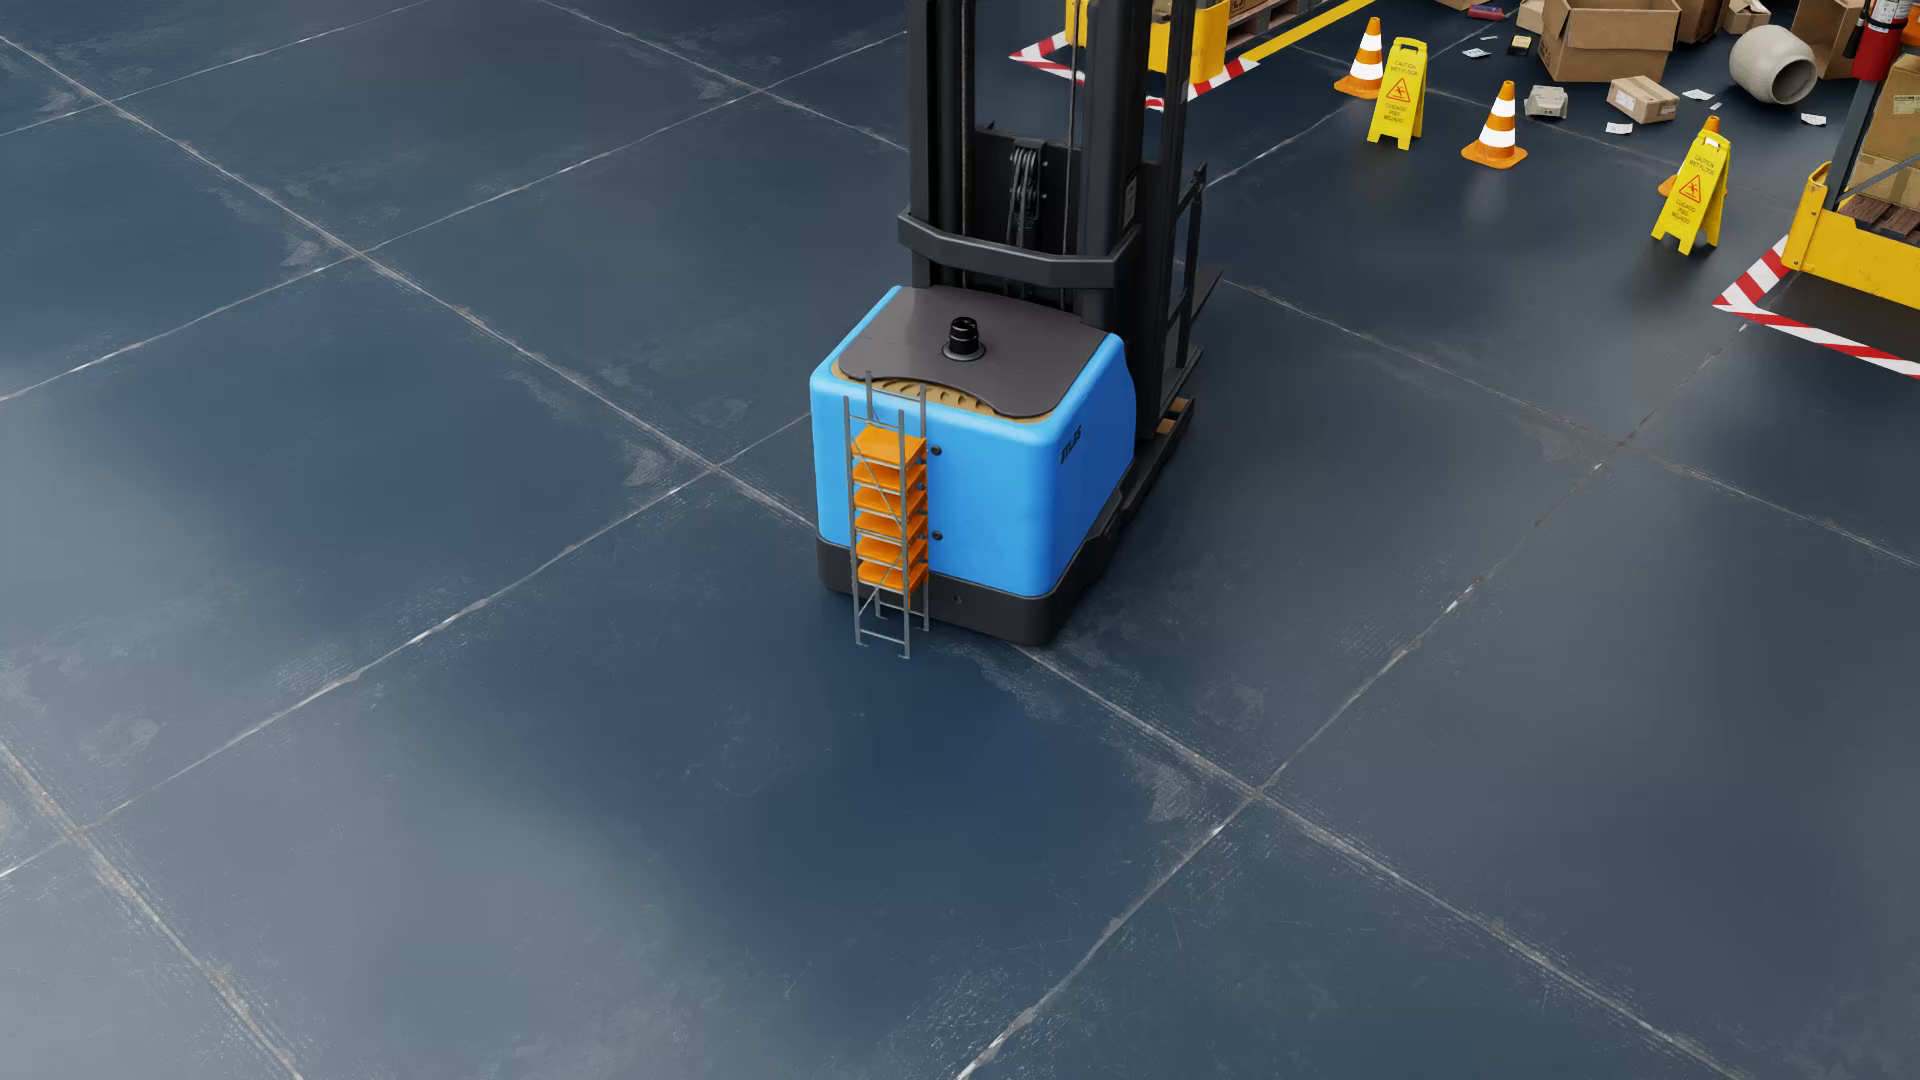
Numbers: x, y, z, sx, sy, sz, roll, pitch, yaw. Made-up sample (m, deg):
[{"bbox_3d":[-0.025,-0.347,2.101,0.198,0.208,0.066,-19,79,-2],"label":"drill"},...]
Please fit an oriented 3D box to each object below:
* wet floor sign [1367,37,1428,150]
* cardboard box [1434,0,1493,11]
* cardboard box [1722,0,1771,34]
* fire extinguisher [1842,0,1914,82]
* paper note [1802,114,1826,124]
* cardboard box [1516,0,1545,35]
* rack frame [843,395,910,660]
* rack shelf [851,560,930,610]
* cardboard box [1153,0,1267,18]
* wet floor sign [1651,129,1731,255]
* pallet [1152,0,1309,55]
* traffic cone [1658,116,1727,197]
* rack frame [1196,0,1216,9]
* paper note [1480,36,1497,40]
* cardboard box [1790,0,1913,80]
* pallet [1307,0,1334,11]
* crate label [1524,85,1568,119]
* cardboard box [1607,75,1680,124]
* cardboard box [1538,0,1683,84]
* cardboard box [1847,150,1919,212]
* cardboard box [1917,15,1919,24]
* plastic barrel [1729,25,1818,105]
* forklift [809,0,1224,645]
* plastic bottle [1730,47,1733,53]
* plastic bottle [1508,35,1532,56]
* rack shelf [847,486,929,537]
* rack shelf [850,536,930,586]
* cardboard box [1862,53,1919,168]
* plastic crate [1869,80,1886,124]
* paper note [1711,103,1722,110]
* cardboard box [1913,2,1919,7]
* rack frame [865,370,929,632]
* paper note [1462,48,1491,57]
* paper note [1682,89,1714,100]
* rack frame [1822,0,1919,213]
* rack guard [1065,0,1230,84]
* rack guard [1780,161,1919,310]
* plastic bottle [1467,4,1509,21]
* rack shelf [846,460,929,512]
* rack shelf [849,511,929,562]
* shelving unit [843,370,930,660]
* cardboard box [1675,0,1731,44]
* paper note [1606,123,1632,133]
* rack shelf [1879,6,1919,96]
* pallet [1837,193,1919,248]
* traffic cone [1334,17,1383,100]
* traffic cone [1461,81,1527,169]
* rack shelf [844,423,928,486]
[{"bbox_3d":[2.717,-2.763,10.206,0.267,0.644,0.232,22,43,25],"label":"wet floor sign"},{"bbox_3d":[3.684,-4.245,12.185,0.500,0.500,0.500,-26,45,-29],"label":"cardboard box"},{"bbox_3d":[5.562,-3.792,11.805,0.258,0.266,0.396,2,39,2],"label":"cardboard box"},{"bbox_3d":[4.580,-2.608,8.182,0.296,0.674,0.183,30,47,32],"label":"fire extinguisher"},{"bbox_3d":[5.448,-2.689,10.607,0.142,0.019,0.148,14,41,17],"label":"paper note"},{"bbox_3d":[4.173,-3.734,11.732,0.258,0.266,0.396,-26,45,-29],"label":"cardboard box"},{"bbox_3d":[-0.310,-0.020,6.311,0.240,1.200,0.006,15,41,18],"label":"rack frame"},{"bbox_3d":[-0.273,0.150,6.554,0.258,0.103,0.180,15,41,18],"label":"rack shelf"},{"bbox_3d":[1.684,-4.201,11.493,0.875,0.875,0.875,30,47,32],"label":"cardboard box"},{"bbox_3d":[4.079,-1.938,9.168,0.232,0.644,0.267,-18,42,-21],"label":"wet floor sign"},{"bbox_3d":[1.757,-3.838,11.907,1.003,0.211,1.213,30,47,32],"label":"pallet"},{"bbox_3d":[4.335,-2.243,9.700,0.336,0.463,0.334,30,47,32],"label":"traffic cone"},{"bbox_3d":[1.275,-4.529,10.536,1.000,3.000,0.127,30,47,32],"label":"rack frame"},{"bbox_3d":[3.713,-3.525,11.675,0.123,0.001,0.032,-11,40,-14],"label":"paper note"},{"bbox_3d":[5.968,-3.437,11.168,0.500,0.500,0.500,-5,39,-6],"label":"cardboard box"},{"bbox_3d":[2.580,-4.396,12.609,1.003,0.211,1.213,30,47,32],"label":"pallet"},{"bbox_3d":[3.771,-2.813,10.678,0.250,0.136,0.298,8,39,10],"label":"crate label"},{"bbox_3d":[4.390,-2.831,10.691,0.250,0.149,0.380,-11,40,-14],"label":"cardboard box"},{"bbox_3d":[4.313,-3.390,11.109,0.797,0.503,0.637,2,39,2],"label":"cardboard box"},{"bbox_3d":[5.360,-2.081,9.328,0.500,0.250,0.500,29,47,32],"label":"cardboard box"},{"bbox_3d":[5.091,-2.660,8.388,0.380,0.149,0.250,31,48,33],"label":"cardboard box"},{"bbox_3d":[5.273,-3.073,10.775,0.421,0.421,0.512,-5,39,-6],"label":"plastic barrel"},{"bbox_3d":[0.464,-1.646,6.965,1.130,2.935,3.031,15,41,18],"label":"forklift"},{"bbox_3d":[5.441,-3.379,11.451,0.283,0.061,0.133,-26,45,-29],"label":"plastic bottle"},{"bbox_3d":[3.886,-3.440,11.527,0.133,0.061,0.283,14,41,17],"label":"plastic bottle"},{"bbox_3d":[-0.273,-0.131,6.330,0.258,0.103,0.180,15,41,18],"label":"rack shelf"},{"bbox_3d":[-0.273,0.056,6.479,0.258,0.103,0.180,15,41,18],"label":"rack shelf"},{"bbox_3d":[5.345,-2.356,9.073,0.500,0.500,0.500,30,47,32],"label":"cardboard box"},{"bbox_3d":[6.031,-2.815,10.726,0.402,0.080,0.583,14,41,17],"label":"plastic crate"},{"bbox_3d":[4.904,-2.813,10.780,0.032,0.001,0.123,30,47,32],"label":"paper note"},{"bbox_3d":[5.180,-2.823,8.593,0.380,0.149,0.250,29,47,31],"label":"cardboard box"},{"bbox_3d":[-0.236,-0.124,6.442,0.240,1.200,0.006,15,41,18],"label":"rack frame"},{"bbox_3d":[3.558,-3.355,11.446,0.142,0.017,0.144,-18,42,-21],"label":"paper note"},{"bbox_3d":[4.849,-2.928,10.917,0.142,0.019,0.148,-18,42,-21],"label":"paper note"},{"bbox_3d":[4.997,-2.497,7.980,1.000,3.000,0.127,30,47,32],"label":"rack frame"},{"bbox_3d":[1.259,-3.540,11.300,1.175,0.500,0.348,30,47,32],"label":"rack guard"},{"bbox_3d":[5.048,-1.554,8.802,1.175,0.500,0.348,30,47,32],"label":"rack guard"},{"bbox_3d":[3.809,-3.792,11.970,0.283,0.061,0.133,14,41,17],"label":"plastic bottle"},{"bbox_3d":[-0.273,-0.225,6.255,0.258,0.103,0.180,15,41,18],"label":"rack shelf"},{"bbox_3d":[-0.273,-0.037,6.404,0.258,0.103,0.180,15,41,18],"label":"rack shelf"},{"bbox_3d":[-0.273,-0.072,6.377,0.258,1.200,0.189,15,41,18],"label":"shelving unit"},{"bbox_3d":[4.938,-3.876,11.611,0.797,0.637,0.503,30,47,32],"label":"cardboard box"},{"bbox_3d":[4.165,-2.605,10.502,0.148,0.019,0.142,14,41,17],"label":"paper note"},{"bbox_3d":[6.346,-3.134,9.360,1.077,0.370,4.000,30,47,32],"label":"rack shelf"},{"bbox_3d":[5.622,-1.799,9.343,1.003,0.211,1.213,30,47,32],"label":"pallet"},{"bbox_3d":[2.681,-3.184,10.882,0.336,0.463,0.334,30,47,32],"label":"traffic cone"},{"bbox_3d":[3.286,-2.553,10.089,0.336,0.463,0.334,30,47,32],"label":"traffic cone"},{"bbox_3d":[-0.273,-0.319,6.180,0.258,0.103,0.180,15,41,18],"label":"rack shelf"}]
